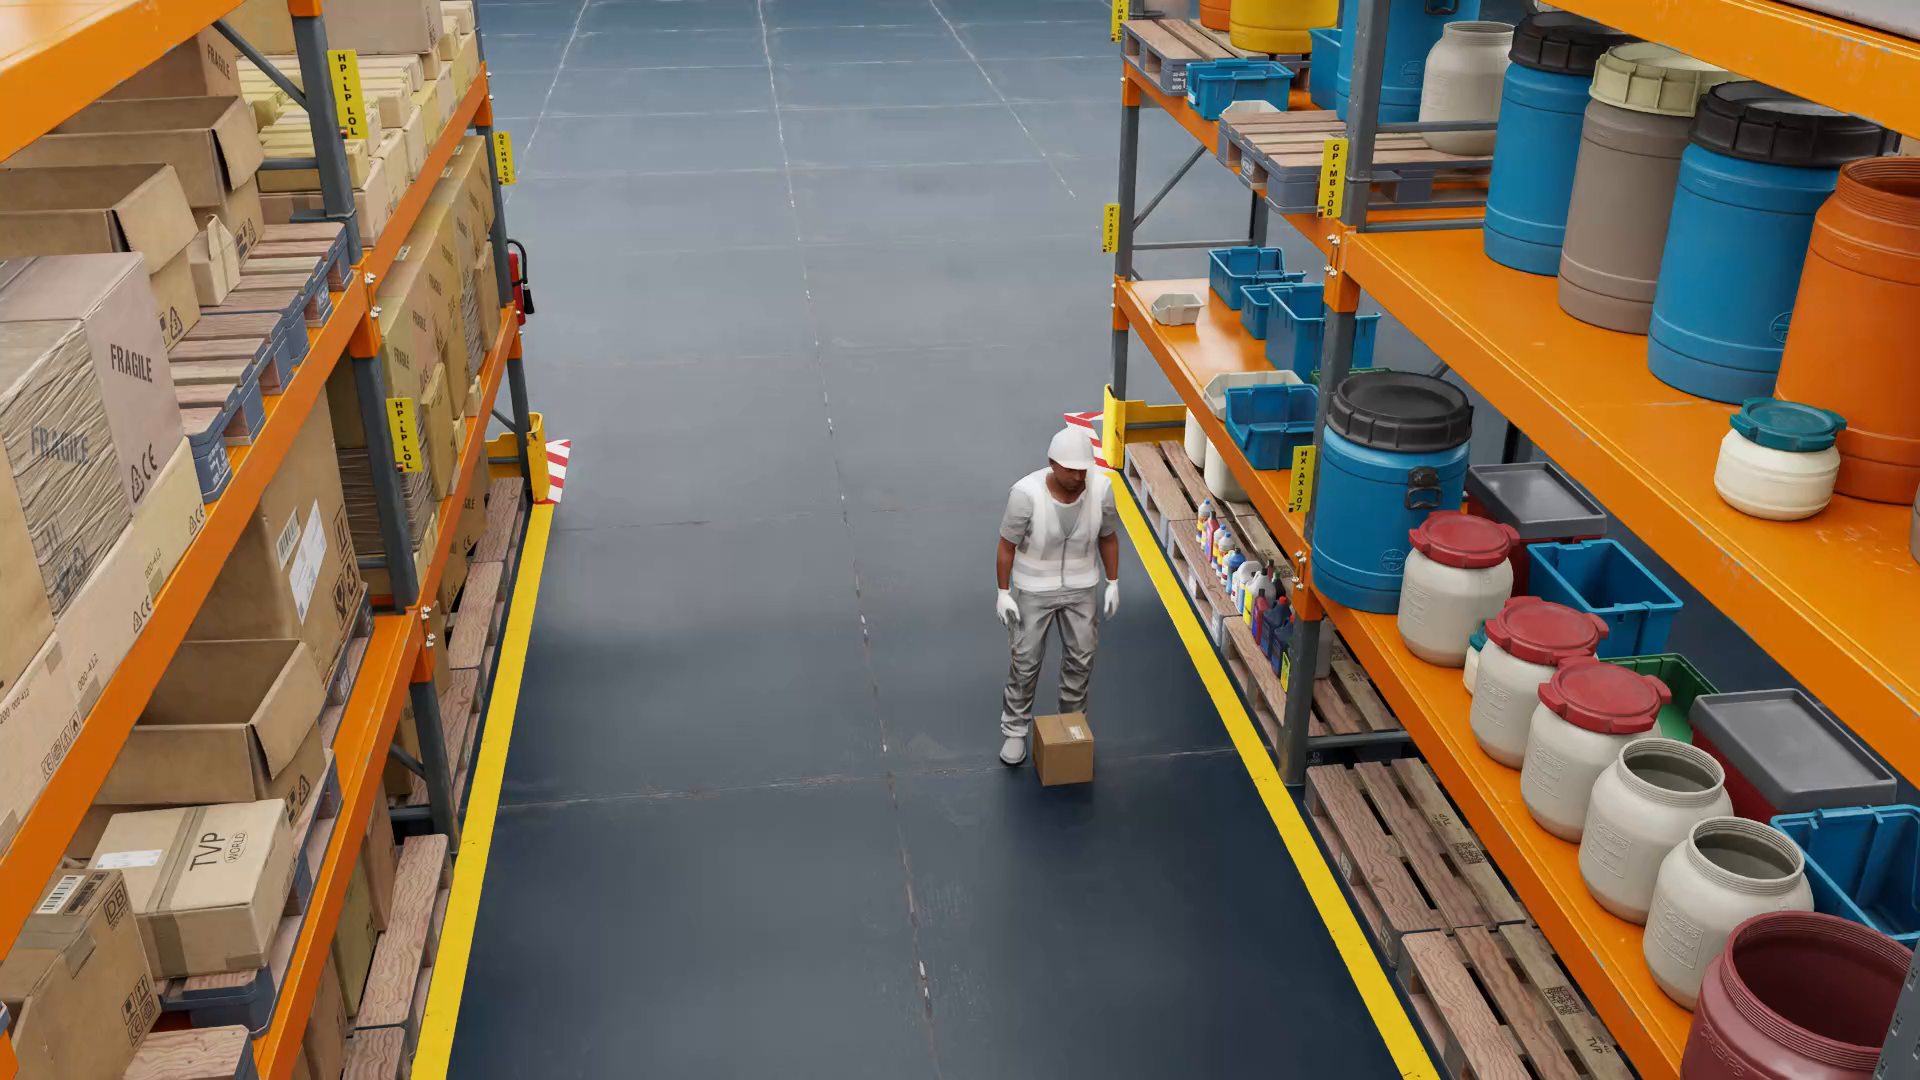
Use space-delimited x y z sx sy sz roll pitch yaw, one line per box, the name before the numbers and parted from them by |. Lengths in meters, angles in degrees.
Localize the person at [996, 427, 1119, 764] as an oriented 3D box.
person | 0.479 0.255 8.103 0.626 1.773 0.451 -5 27 -10
